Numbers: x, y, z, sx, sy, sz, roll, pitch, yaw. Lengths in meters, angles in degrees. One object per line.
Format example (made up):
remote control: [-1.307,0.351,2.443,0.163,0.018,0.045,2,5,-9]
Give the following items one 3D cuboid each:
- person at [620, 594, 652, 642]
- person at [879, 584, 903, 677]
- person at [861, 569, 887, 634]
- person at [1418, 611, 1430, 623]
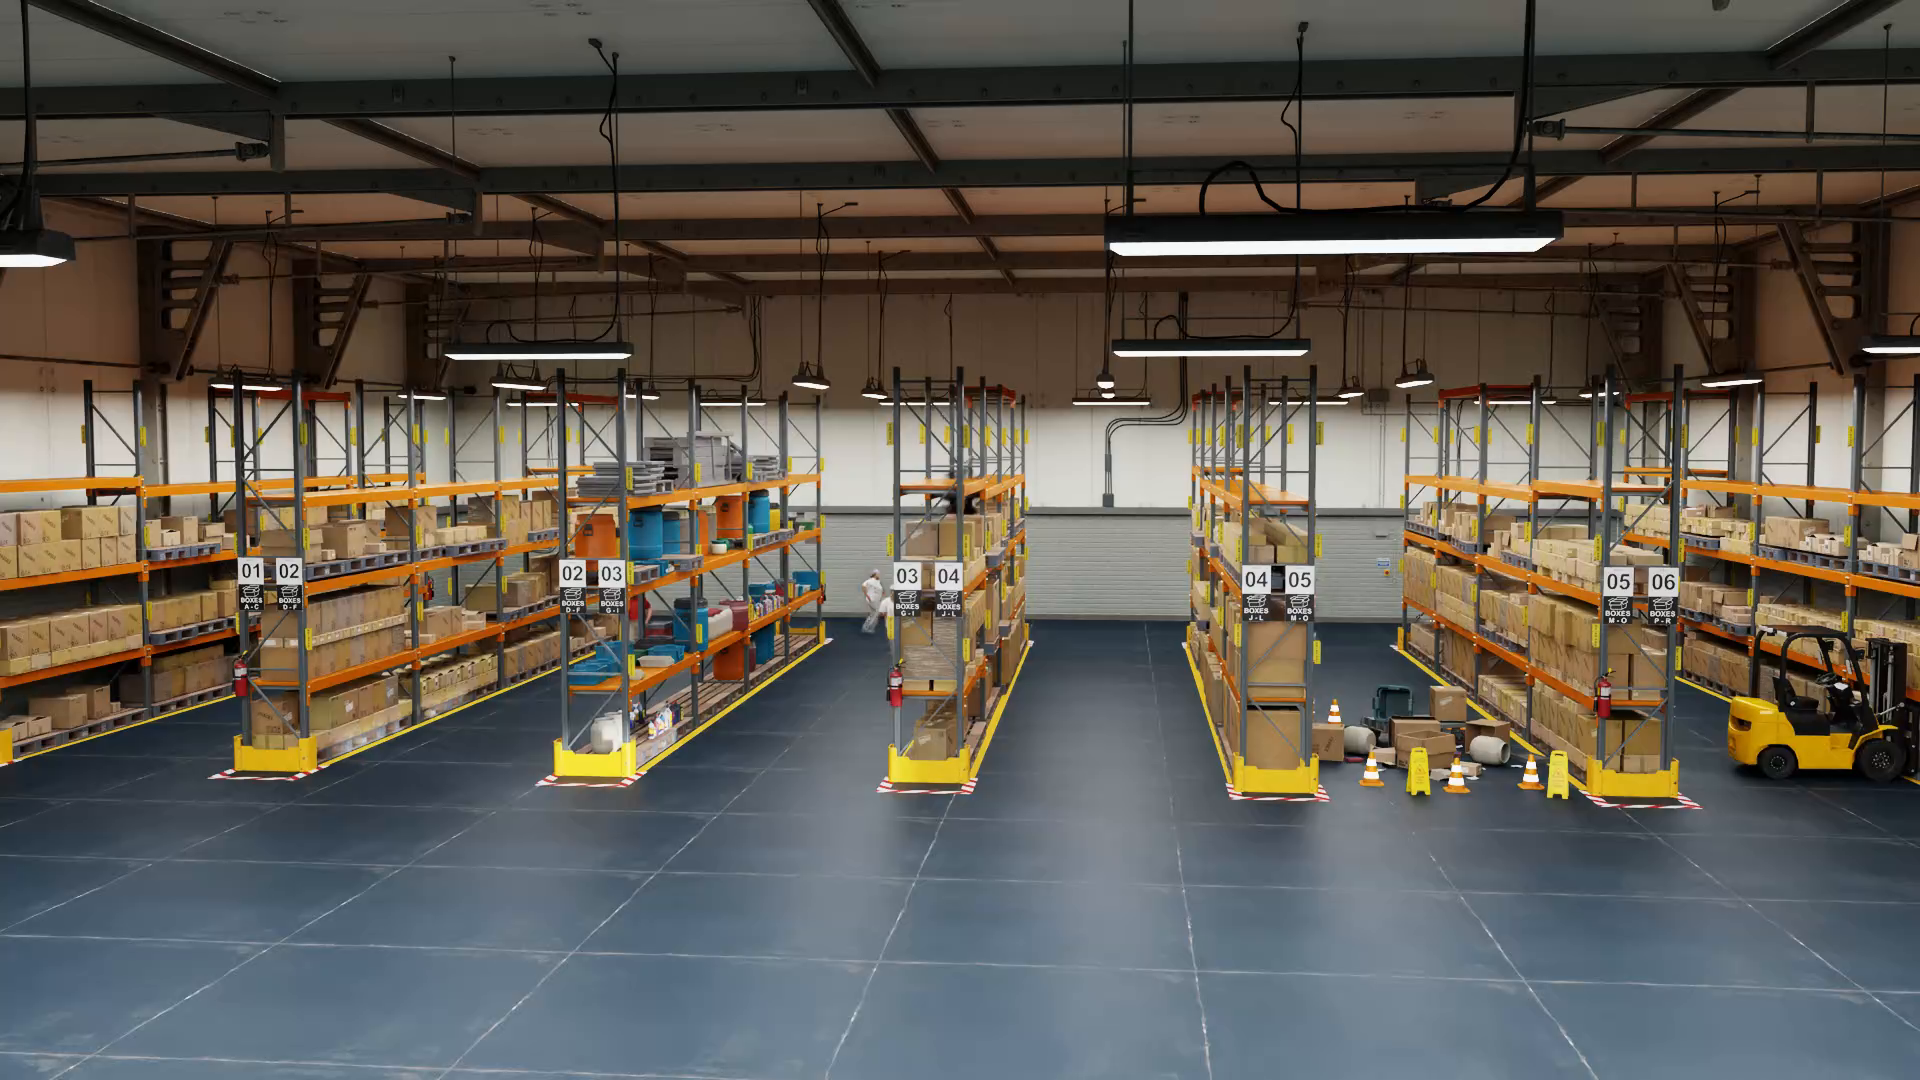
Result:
person: [-7.183,1.886,36.831,0.708,1.691,0.565,0,4,-3]
person: [-1.283,1.806,33.092,0.672,1.888,0.744,0,4,7]
person: [-2.175,1.561,42.162,0.666,1.637,0.595,1,4,15]
person: [11.371,1.649,40.326,0.703,1.720,0.650,-3,5,-43]
